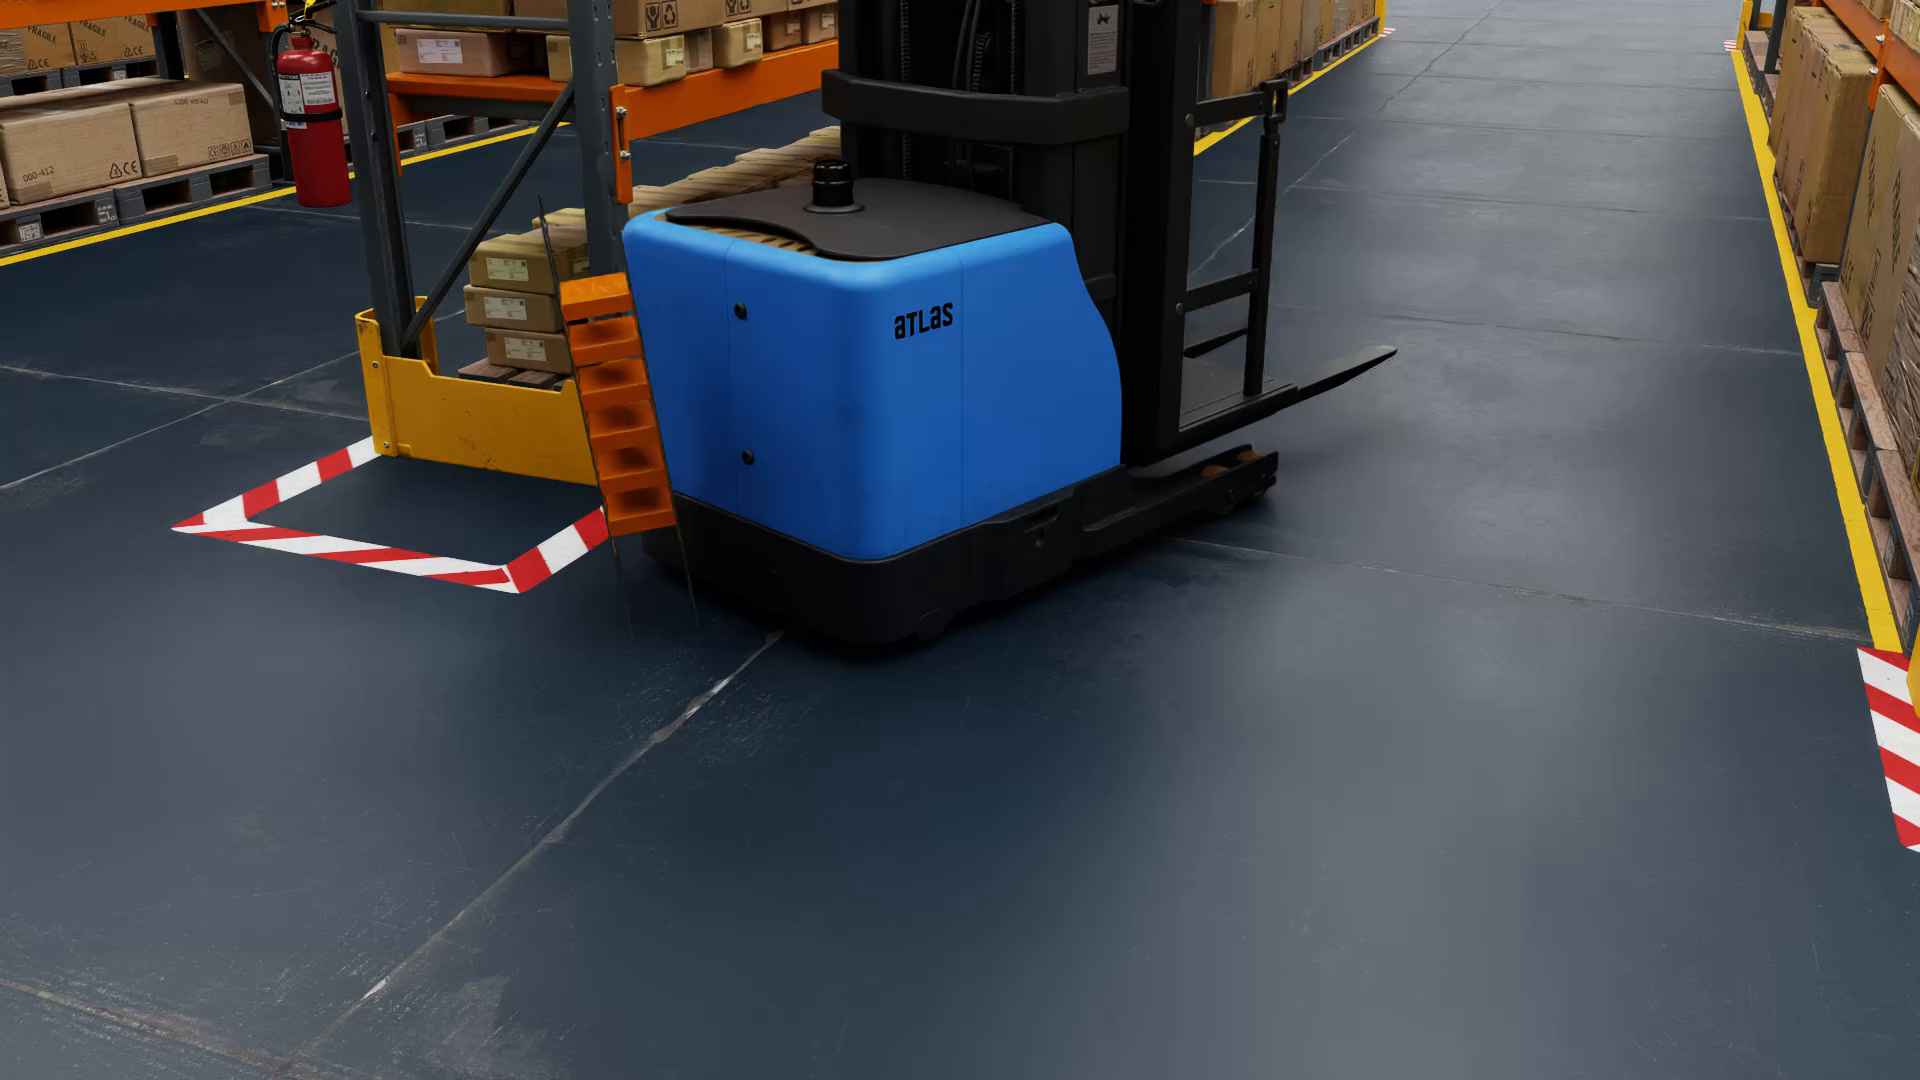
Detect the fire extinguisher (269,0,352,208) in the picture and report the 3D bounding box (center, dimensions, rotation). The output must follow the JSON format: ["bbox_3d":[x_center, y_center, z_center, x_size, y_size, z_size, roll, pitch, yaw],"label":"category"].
[{"bbox_3d":[-2.087,-1.419,5.340,0.296,0.674,0.183,9,24,20],"label":"fire extinguisher"}]

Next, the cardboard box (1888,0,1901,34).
[{"bbox_3d":[4.069,-2.162,6.860,0.380,0.149,0.250,9,24,20],"label":"cardboard box"}]

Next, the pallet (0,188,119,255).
[{"bbox_3d":[-5.520,-1.769,9.212,1.003,0.211,1.213,9,24,20],"label":"pallet"}]

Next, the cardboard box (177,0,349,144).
[{"bbox_3d":[-4.557,-3.202,11.235,0.875,0.875,0.875,10,25,22],"label":"cardboard box"}]

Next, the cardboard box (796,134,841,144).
[{"bbox_3d":[-0.605,-1.954,8.418,0.380,0.149,0.250,8,24,19],"label":"cardboard box"}]

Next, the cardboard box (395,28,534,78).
[{"bbox_3d":[-1.707,-1.692,5.736,0.380,0.149,0.250,9,24,20],"label":"cardboard box"}]

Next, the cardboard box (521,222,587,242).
[{"bbox_3d":[-1.457,-1.111,6.401,0.380,0.149,0.250,9,24,21],"label":"cardboard box"}]

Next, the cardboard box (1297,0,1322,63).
[{"bbox_3d":[2.745,-4.866,15.382,1.050,0.750,0.750,9,24,20],"label":"cardboard box"}]

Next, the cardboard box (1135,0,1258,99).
[{"bbox_3d":[1.716,-3.875,13.008,1.050,0.750,0.750,8,24,19],"label":"cardboard box"}]

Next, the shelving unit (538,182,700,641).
[{"bbox_3d":[-0.907,-0.327,4.458,0.189,1.200,0.258,-11,24,-10],"label":"shelving unit"}]

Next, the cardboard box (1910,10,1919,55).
[{"bbox_3d":[3.778,-1.879,6.184,0.380,0.149,0.250,8,24,19],"label":"cardboard box"}]

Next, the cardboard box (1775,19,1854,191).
[{"bbox_3d":[5.360,-2.419,9.362,1.225,0.875,0.875,9,24,20],"label":"cardboard box"}]

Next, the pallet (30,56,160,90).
[{"bbox_3d":[-8.149,-4.347,15.384,1.003,0.211,1.213,9,24,20],"label":"pallet"}]

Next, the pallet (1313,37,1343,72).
[{"bbox_3d":[3.247,-4.920,16.754,1.003,0.211,1.213,9,24,20],"label":"pallet"}]

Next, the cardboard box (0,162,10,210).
[{"bbox_3d":[-5.714,-1.914,8.721,0.875,0.438,0.875,9,24,21],"label":"cardboard box"}]

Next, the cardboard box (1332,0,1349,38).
[{"bbox_3d":[3.522,-5.697,17.209,0.875,0.875,0.875,9,24,20],"label":"cardboard box"}]

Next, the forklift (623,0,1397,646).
[{"bbox_3d":[0.418,-1.552,5.164,1.130,2.935,3.031,20,30,39],"label":"forklift"}]

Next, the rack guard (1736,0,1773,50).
[{"bbox_3d":[8.917,-5.450,17.649,1.175,0.500,0.348,9,24,20],"label":"rack guard"}]

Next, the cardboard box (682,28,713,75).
[{"bbox_3d":[-1.084,-1.701,5.757,0.380,0.149,0.250,10,25,22],"label":"cardboard box"}]

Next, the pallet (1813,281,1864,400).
[{"bbox_3d":[4.133,-0.789,6.864,1.003,0.211,1.213,9,24,20],"label":"pallet"}]

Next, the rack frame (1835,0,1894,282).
[{"bbox_3d":[4.488,-2.336,6.951,1.000,3.000,0.127,9,24,20],"label":"rack frame"}]

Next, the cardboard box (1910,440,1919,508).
[{"bbox_3d":[3.166,-0.359,4.429,0.875,0.875,0.875,9,24,20],"label":"cardboard box"}]

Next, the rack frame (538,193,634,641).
[{"bbox_3d":[-0.996,-0.310,4.442,0.006,1.200,0.240,-11,24,-10],"label":"rack frame"}]

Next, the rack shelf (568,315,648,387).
[{"bbox_3d":[-0.929,-0.505,4.378,0.180,0.103,0.258,-11,24,-10],"label":"rack shelf"}]

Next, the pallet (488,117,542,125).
[{"bbox_3d":[-3.590,-3.628,13.663,1.003,0.211,1.213,9,24,20],"label":"pallet"}]

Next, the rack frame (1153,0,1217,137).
[{"bbox_3d":[1.406,-4.514,12.165,1.000,3.000,0.127,9,24,20],"label":"rack frame"}]

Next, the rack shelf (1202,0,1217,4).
[{"bbox_3d":[0.663,-3.466,10.590,1.077,0.370,4.000,9,24,20],"label":"rack shelf"}]

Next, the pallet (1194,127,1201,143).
[{"bbox_3d":[1.115,-2.948,12.033,1.003,0.211,1.213,9,24,20],"label":"pallet"}]

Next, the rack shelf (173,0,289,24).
[{"bbox_3d":[-3.970,-4.139,12.200,1.077,0.370,4.000,9,24,20],"label":"rack shelf"}]

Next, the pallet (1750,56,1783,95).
[{"bbox_3d":[7.676,-4.158,14.930,1.003,0.211,1.213,9,24,20],"label":"pallet"}]

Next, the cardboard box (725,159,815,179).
[{"bbox_3d":[-0.876,-1.669,7.735,0.380,0.149,0.250,8,24,18],"label":"cardboard box"}]

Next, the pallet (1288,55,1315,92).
[{"bbox_3d":[2.675,-4.372,15.442,1.003,0.211,1.213,9,24,20],"label":"pallet"}]

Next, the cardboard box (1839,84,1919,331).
[{"bbox_3d":[4.169,-1.325,6.742,0.875,0.875,0.875,9,24,20],"label":"cardboard box"}]

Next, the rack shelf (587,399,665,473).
[{"bbox_3d":[-0.902,-0.287,4.476,0.180,0.103,0.258,-11,24,-10],"label":"rack shelf"}]

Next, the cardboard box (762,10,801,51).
[{"bbox_3d":[-0.842,-1.996,6.462,0.380,0.149,0.250,9,24,20],"label":"cardboard box"}]

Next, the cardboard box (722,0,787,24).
[{"bbox_3d":[-0.967,-2.151,5.992,0.500,0.500,0.500,9,24,20],"label":"cardboard box"}]

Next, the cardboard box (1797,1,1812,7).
[{"bbox_3d":[7.851,-4.583,15.028,0.500,0.500,0.500,18,29,37],"label":"cardboard box"}]

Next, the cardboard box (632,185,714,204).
[{"bbox_3d":[-1.276,-1.410,7.116,0.380,0.149,0.250,10,25,22],"label":"cardboard box"}]

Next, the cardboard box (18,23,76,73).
[{"bbox_3d":[-8.182,-4.389,14.563,0.500,0.500,0.500,10,25,22],"label":"cardboard box"}]

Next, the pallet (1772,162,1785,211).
[{"bbox_3d":[5.611,-2.210,10.266,1.003,0.211,1.213,9,24,20],"label":"pallet"}]

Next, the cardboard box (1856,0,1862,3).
[{"bbox_3d":[4.786,-2.953,8.298,0.500,0.500,0.500,8,24,19],"label":"cardboard box"}]
